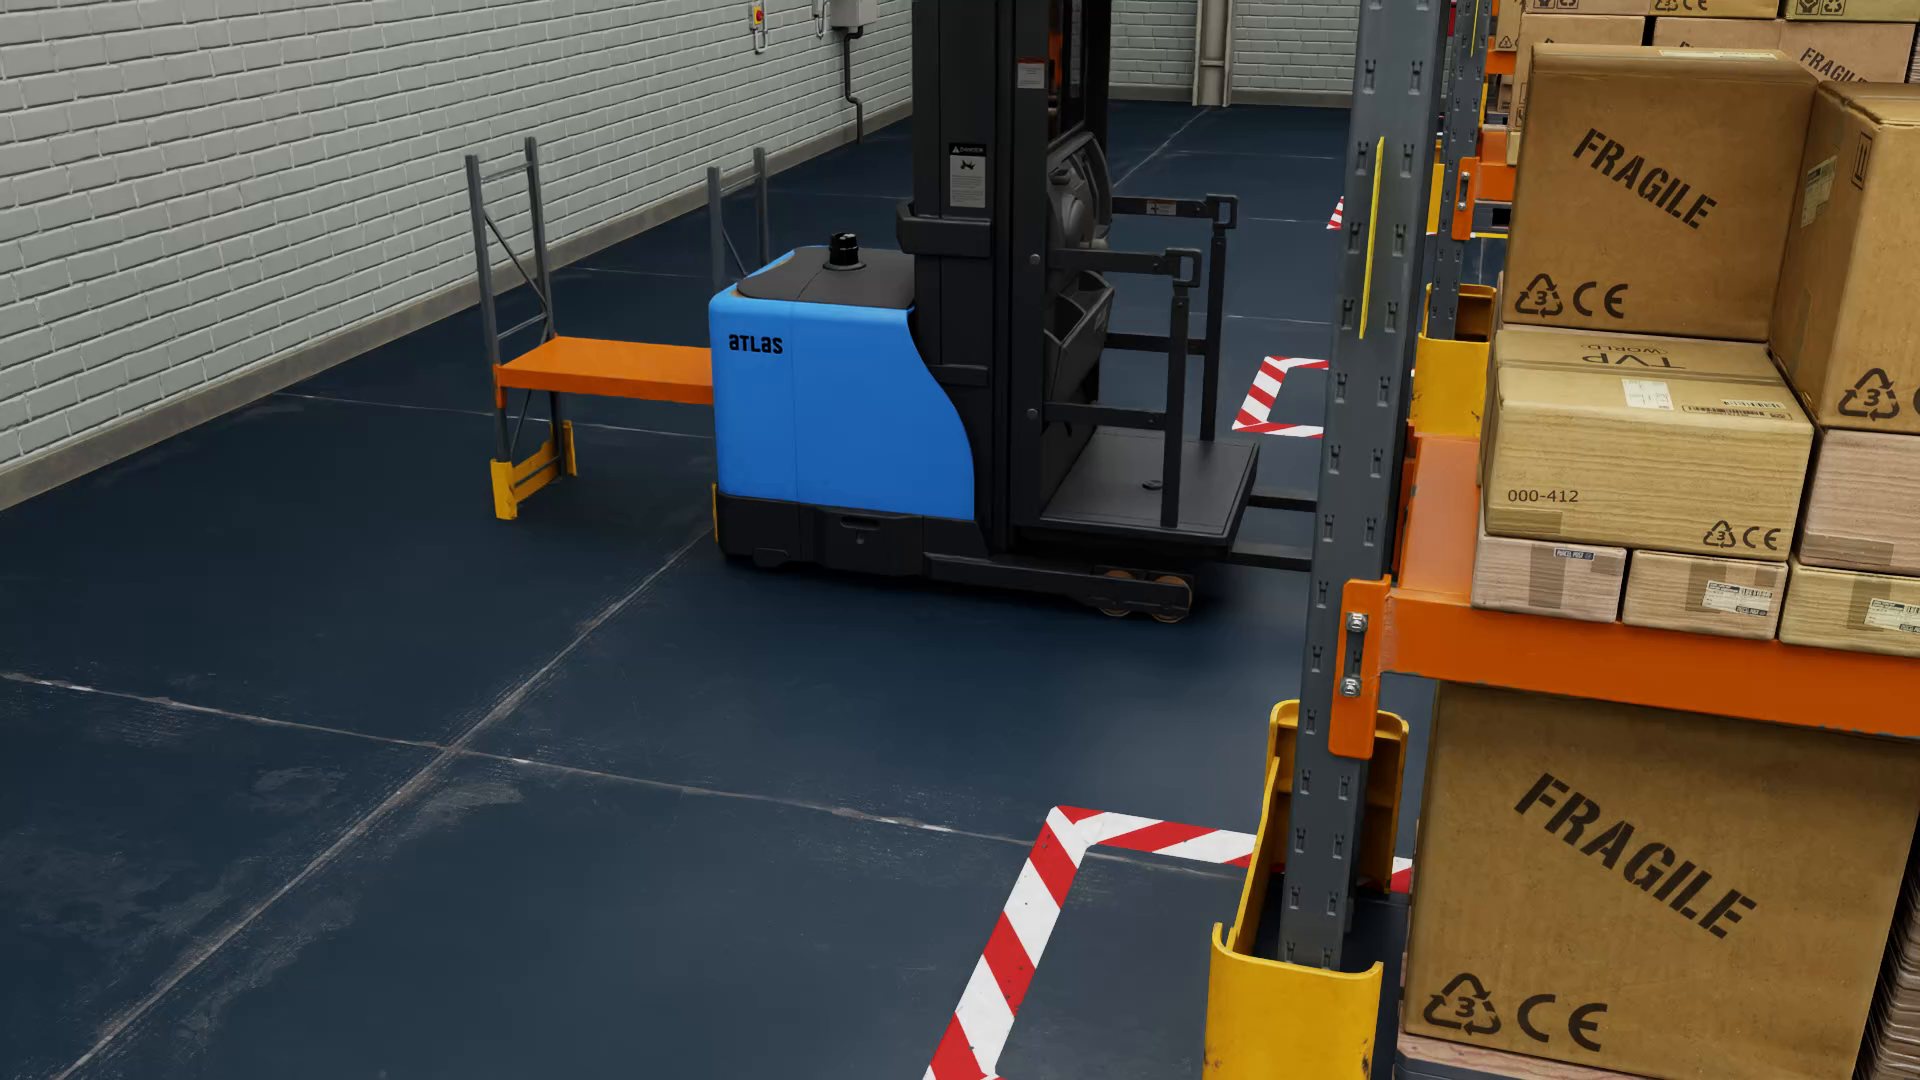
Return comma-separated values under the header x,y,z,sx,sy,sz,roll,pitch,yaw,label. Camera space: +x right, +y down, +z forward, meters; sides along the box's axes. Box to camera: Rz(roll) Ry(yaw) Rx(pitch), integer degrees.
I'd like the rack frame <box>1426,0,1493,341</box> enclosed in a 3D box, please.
x,y,z,sx,sy,sz,roll,pitch,yaw,label
2.392,-2.064,7.849,0.127,3.000,1.000,7,23,16,rack frame

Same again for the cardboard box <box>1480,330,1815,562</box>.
x,y,z,sx,sy,sz,roll,pitch,yaw,label
1.244,-0.190,3.088,0.500,0.250,0.500,6,23,14,cardboard box

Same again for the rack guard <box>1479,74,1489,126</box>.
x,y,z,sx,sy,sz,roll,pitch,yaw,label
5.228,-4.513,17.112,0.348,0.500,1.175,7,23,16,rack guard

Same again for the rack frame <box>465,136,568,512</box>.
x,y,z,sx,sy,sz,roll,pitch,yaw,label
-1.841,-0.889,6.961,0.032,1.500,0.500,6,23,14,rack frame

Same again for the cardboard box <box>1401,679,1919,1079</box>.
x,y,z,sx,sy,sz,roll,pitch,yaw,label
1.498,0.557,3.706,0.875,0.875,0.875,7,23,16,cardboard box

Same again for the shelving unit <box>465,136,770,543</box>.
x,y,z,sx,sy,sz,roll,pitch,yaw,label
-1.360,-0.838,6.836,1.083,1.500,0.587,6,23,14,shelving unit

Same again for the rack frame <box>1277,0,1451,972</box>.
x,y,z,sx,sy,sz,roll,pitch,yaw,label
0.863,-0.273,3.483,0.127,3.000,1.000,7,23,16,rack frame

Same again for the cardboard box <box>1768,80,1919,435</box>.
x,y,z,sx,sy,sz,roll,pitch,yaw,label
1.723,-0.483,2.812,0.500,0.500,0.500,6,23,14,cardboard box

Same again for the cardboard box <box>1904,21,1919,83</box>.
x,y,z,sx,sy,sz,roll,pitch,yaw,label
4.217,-1.937,7.016,0.500,0.500,0.500,6,23,14,cardboard box

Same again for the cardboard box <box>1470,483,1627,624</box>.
x,y,z,sx,sy,sz,roll,pitch,yaw,label
1.107,0.002,3.143,0.250,0.149,0.380,7,23,16,cardboard box

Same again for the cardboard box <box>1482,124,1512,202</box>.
x,y,z,sx,sy,sz,roll,pitch,yaw,label
4.386,-2.846,12.579,0.875,0.438,0.875,6,23,14,cardboard box

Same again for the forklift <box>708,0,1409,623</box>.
x,y,z,sx,sy,sz,roll,pitch,yaw,label
0.626,-1.280,6.028,3.031,2.935,1.130,6,23,14,forklift

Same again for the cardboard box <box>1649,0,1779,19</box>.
x,y,z,sx,sy,sz,roll,pitch,yaw,label
3.230,-2.512,7.100,0.500,0.500,0.500,7,23,17,cardboard box

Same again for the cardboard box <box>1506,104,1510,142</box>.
x,y,z,sx,sy,sz,roll,pitch,yaw,label
2.786,-2.015,8.060,0.250,0.149,0.380,7,23,16,cardboard box

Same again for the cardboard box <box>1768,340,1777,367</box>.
x,y,z,sx,sy,sz,roll,pitch,yaw,label
1.889,-0.329,3.424,0.500,0.250,0.500,6,23,15,cardboard box

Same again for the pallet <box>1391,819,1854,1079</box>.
x,y,z,sx,sy,sz,roll,pitch,yaw,label
1.651,1.076,3.868,1.213,0.211,1.003,7,23,16,pallet

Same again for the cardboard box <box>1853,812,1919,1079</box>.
x,y,z,sx,sy,sz,roll,pitch,yaw,label
2.370,0.657,3.463,0.875,0.875,0.875,7,23,16,cardboard box

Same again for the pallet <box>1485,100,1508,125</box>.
x,y,z,sx,sy,sz,roll,pitch,yaw,label
5.992,-4.292,16.955,1.213,0.211,1.003,7,23,16,pallet

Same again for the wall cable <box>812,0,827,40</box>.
x,y,z,sx,sy,sz,roll,pitch,yaw,label
-1.281,-5.470,14.814,0.122,1.984,0.588,7,23,16,wall cable

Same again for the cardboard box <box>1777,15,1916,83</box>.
x,y,z,sx,sy,sz,roll,pitch,yaw,label
3.727,-1.991,7.147,0.500,0.500,0.500,7,23,16,cardboard box

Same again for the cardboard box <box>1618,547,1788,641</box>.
x,y,z,sx,sy,sz,roll,pitch,yaw,label
1.353,0.030,3.076,0.250,0.149,0.380,6,23,15,cardboard box

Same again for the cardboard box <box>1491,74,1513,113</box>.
x,y,z,sx,sy,sz,roll,pitch,yaw,label
5.714,-4.615,16.805,0.637,0.503,0.797,6,23,13,cardboard box

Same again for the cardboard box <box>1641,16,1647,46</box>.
x,y,z,sx,sy,sz,roll,pitch,yaw,label
3.388,-2.234,7.739,0.500,0.500,0.500,6,23,15,cardboard box

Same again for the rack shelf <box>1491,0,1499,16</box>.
x,y,z,sx,sy,sz,roll,pitch,yaw,label
7.070,-5.125,16.260,4.000,0.370,1.077,7,23,16,rack shelf

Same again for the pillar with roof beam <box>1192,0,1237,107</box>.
x,y,z,sx,sy,sz,roll,pitch,yaw,label
1.591,-7.512,13.226,0.400,9.000,9.100,7,23,16,pillar with roof beam

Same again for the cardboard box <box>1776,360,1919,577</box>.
x,y,z,sx,sy,sz,roll,pitch,yaw,label
1.744,-0.136,2.954,0.500,0.250,0.500,6,23,15,cardboard box

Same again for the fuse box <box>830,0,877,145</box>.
x,y,z,sx,sy,sz,roll,pitch,yaw,label
-0.933,-4.634,15.813,0.414,1.711,0.539,7,23,16,fuse box

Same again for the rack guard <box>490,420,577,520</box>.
x,y,z,sx,sy,sz,roll,pitch,yaw,label
-1.840,-0.310,7.197,0.087,0.250,0.587,6,23,14,rack guard

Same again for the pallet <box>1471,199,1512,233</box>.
x,y,z,sx,sy,sz,roll,pitch,yaw,label
4.513,-2.524,12.646,1.213,0.211,1.003,7,23,16,pallet

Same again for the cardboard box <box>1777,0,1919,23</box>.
x,y,z,sx,sy,sz,roll,pitch,yaw,label
3.722,-2.447,6.941,0.500,0.500,0.500,6,23,14,cardboard box

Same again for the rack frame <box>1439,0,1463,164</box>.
x,y,z,sx,sy,sz,roll,pitch,yaw,label
3.725,-3.874,12.261,0.127,3.000,1.000,7,23,16,rack frame

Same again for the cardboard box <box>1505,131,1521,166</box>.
x,y,z,sx,sy,sz,roll,pitch,yaw,label
2.608,-1.793,7.520,0.250,0.149,0.380,6,23,15,cardboard box

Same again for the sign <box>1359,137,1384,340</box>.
x,y,z,sx,sy,sz,roll,pitch,yaw,label
0.697,-0.509,2.814,0.005,0.325,0.100,7,23,16,sign

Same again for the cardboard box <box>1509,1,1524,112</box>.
x,y,z,sx,sy,sz,roll,pitch,yaw,label
2.897,-2.292,7.882,0.500,0.500,0.500,7,23,17,cardboard box

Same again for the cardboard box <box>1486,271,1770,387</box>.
x,y,z,sx,sy,sz,roll,pitch,yaw,label
1.403,-0.384,3.560,0.500,0.250,0.500,6,23,15,cardboard box

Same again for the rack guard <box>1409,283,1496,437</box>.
x,y,z,sx,sy,sz,roll,pitch,yaw,label
2.465,-0.899,8.303,0.348,0.500,1.175,7,23,16,rack guard

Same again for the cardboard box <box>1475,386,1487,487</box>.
x,y,z,sx,sy,sz,roll,pitch,yaw,label
1.299,-0.237,3.727,0.250,0.149,0.380,7,23,17,cardboard box

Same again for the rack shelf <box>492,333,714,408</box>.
x,y,z,sx,sy,sz,roll,pitch,yaw,label
-1.352,-0.670,6.902,1.000,0.185,0.538,6,23,14,rack shelf

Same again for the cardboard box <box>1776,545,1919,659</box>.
x,y,z,sx,sy,sz,roll,pitch,yaw,label
1.598,0.058,3.008,0.250,0.149,0.380,6,23,14,cardboard box

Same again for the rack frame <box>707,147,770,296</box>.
x,y,z,sx,sy,sz,roll,pitch,yaw,label
-0.862,-0.784,6.706,0.032,1.500,0.500,6,23,14,rack frame

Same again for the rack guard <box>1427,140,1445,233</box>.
x,y,z,sx,sy,sz,roll,pitch,yaw,label
3.702,-2.720,12.742,0.348,0.500,1.175,7,23,16,rack guard

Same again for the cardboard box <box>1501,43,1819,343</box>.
x,y,z,sx,sy,sz,roll,pitch,yaw,label
1.405,-0.730,3.415,0.500,0.500,0.500,7,23,16,cardboard box

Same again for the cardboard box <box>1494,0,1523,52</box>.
x,y,z,sx,sy,sz,roll,pitch,yaw,label
4.102,-3.763,11.859,0.500,0.500,0.500,6,23,15,cardboard box

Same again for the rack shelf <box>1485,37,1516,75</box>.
x,y,z,sx,sy,sz,roll,pitch,yaw,label
5.640,-3.321,11.863,4.000,0.370,1.077,7,23,16,rack shelf

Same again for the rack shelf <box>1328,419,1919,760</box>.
x,y,z,sx,sy,sz,roll,pitch,yaw,label
2.777,0.279,3.085,4.000,0.370,1.077,7,23,16,rack shelf

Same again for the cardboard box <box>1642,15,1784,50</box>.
x,y,z,sx,sy,sz,roll,pitch,yaw,label
3.262,-2.049,7.289,0.500,0.500,0.500,7,23,16,cardboard box

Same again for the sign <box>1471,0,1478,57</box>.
x,y,z,sx,sy,sz,roll,pitch,yaw,label
2.235,-2.267,7.204,0.005,0.325,0.100,7,23,16,sign

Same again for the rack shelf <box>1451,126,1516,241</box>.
x,y,z,sx,sy,sz,roll,pitch,yaw,label
4.307,-1.512,7.451,4.000,0.370,1.077,7,23,16,rack shelf

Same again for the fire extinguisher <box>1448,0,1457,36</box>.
x,y,z,sx,sy,sz,roll,pitch,yaw,label
4.881,-5.317,16.374,0.183,0.674,0.296,7,23,16,fire extinguisher

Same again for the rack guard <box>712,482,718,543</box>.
x,y,z,sx,sy,sz,roll,pitch,yaw,label
-0.881,-0.208,6.948,0.087,0.250,0.587,6,23,14,rack guard

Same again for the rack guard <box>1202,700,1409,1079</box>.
x,y,z,sx,sy,sz,roll,pitch,yaw,label
0.840,0.881,3.964,0.348,0.500,1.175,7,23,16,rack guard

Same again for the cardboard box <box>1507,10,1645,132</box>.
x,y,z,sx,sy,sz,roll,pitch,yaw,label
2.742,-2.098,7.409,0.500,0.500,0.500,8,24,18,cardboard box

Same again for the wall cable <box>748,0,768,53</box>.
x,y,z,sx,sy,sz,roll,pitch,yaw,label
-1.680,-4.968,13.548,0.123,1.953,0.585,7,23,16,wall cable

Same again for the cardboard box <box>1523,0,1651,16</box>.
x,y,z,sx,sy,sz,roll,pitch,yaw,label
2.745,-2.565,7.229,0.500,0.500,0.500,6,23,15,cardboard box
